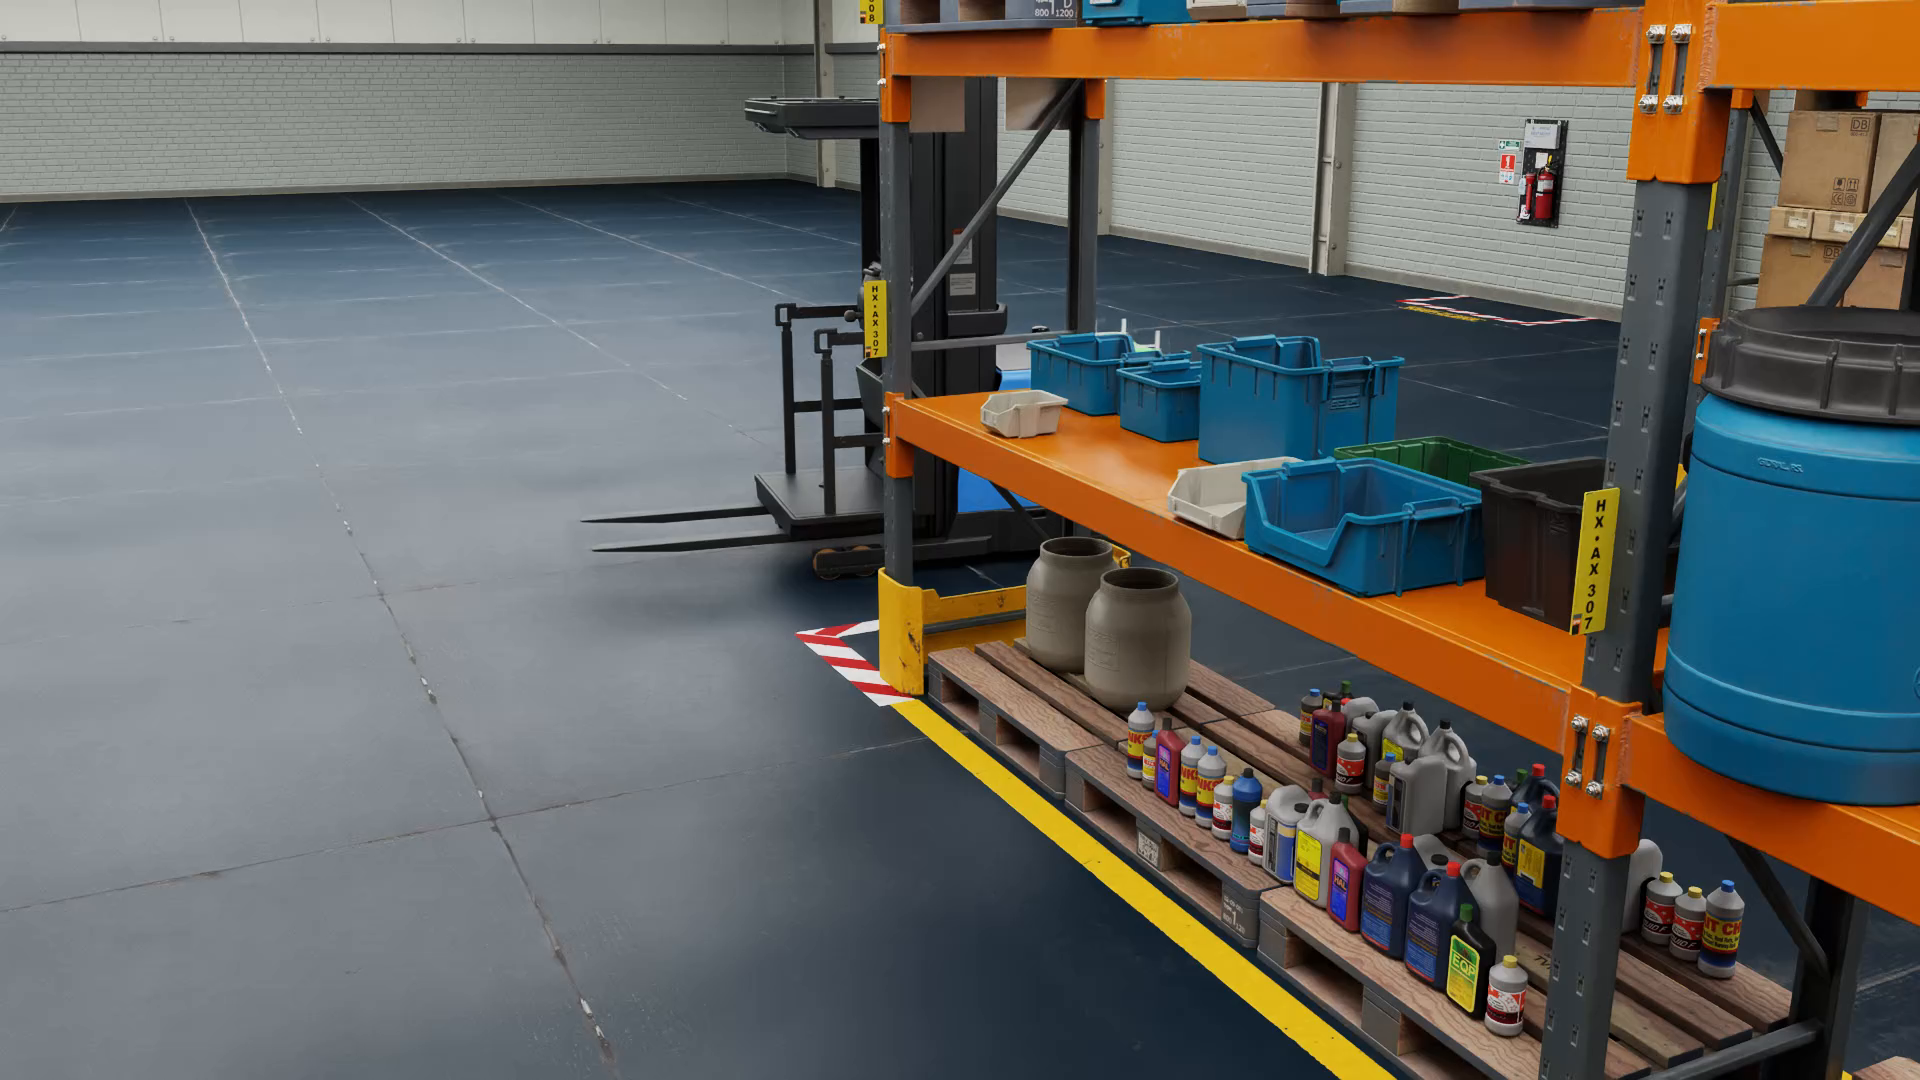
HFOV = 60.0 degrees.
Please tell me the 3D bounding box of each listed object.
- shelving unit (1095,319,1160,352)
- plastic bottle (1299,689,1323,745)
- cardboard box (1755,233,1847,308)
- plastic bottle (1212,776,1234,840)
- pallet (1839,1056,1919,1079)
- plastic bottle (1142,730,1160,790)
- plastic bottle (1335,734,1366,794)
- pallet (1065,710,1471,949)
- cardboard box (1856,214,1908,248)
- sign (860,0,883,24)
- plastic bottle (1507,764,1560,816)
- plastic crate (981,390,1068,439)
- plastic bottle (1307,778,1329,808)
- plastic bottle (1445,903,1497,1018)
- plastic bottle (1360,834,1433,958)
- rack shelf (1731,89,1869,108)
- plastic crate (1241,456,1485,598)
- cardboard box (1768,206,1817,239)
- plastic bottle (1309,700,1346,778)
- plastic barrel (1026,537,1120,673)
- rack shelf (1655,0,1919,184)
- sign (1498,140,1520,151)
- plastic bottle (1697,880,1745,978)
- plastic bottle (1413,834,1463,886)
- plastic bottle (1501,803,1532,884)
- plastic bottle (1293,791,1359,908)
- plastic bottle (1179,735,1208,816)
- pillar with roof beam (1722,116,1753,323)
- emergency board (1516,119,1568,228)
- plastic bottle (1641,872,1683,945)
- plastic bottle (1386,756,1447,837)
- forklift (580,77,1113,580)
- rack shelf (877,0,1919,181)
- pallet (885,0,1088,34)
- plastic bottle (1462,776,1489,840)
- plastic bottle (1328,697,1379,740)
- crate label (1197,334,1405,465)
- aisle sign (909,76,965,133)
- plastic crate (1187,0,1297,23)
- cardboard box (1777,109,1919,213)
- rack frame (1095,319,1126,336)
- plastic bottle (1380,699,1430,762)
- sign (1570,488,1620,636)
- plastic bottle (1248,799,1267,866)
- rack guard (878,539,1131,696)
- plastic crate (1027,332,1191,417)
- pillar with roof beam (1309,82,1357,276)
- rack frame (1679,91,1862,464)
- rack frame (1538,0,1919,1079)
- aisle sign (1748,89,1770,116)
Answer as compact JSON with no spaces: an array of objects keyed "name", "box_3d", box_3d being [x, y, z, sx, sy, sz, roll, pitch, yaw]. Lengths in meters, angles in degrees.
[{"name":"shelving unit","box_3d":[0.962,-0.684,9.959,0.258,1.200,0.503,-5,17,-17]},{"name":"plastic bottle","box_3d":[1.335,0.662,6.280,0.097,0.201,0.097,0,16,0]},{"name":"cardboard box","box_3d":[4.784,-1.402,9.017,0.700,0.500,0.500,-8,18,-25]},{"name":"plastic bottle","box_3d":[0.888,0.882,5.516,0.097,0.201,0.097,0,16,0]},{"name":"pallet","box_3d":[2.268,1.649,3.623,1.003,0.211,1.213,-8,18,-25]},{"name":"plastic bottle","box_3d":[0.696,0.773,5.895,0.097,0.201,0.097,0,16,0]},{"name":"plastic bottle","box_3d":[1.378,0.782,5.862,0.097,0.201,0.097,0,16,0]},{"name":"pallet","box_3d":[1.094,0.984,5.939,1.003,0.211,1.213,-8,18,-25]},{"name":"cardboard box","box_3d":[4.795,-1.581,8.464,0.380,0.149,0.250,-8,18,-25]},{"name":"sign","box_3d":[-0.360,-2.254,6.714,0.100,0.325,0.005,-8,18,-25]},{"name":"plastic bottle","box_3d":[1.826,0.883,5.241,0.144,0.351,0.185,-8,18,-27]},{"name":"plastic crate","box_3d":[0.239,-0.486,6.485,0.298,0.136,0.250,-8,18,-25]},{"name":"plastic bottle","box_3d":[1.150,0.906,5.282,0.061,0.283,0.133,-8,18,-25]},{"name":"plastic bottle","box_3d":[1.382,1.133,4.492,0.061,0.283,0.133,-7,17,-22]},{"name":"plastic bottle","box_3d":[1.264,1.008,4.806,0.144,0.351,0.185,-9,18,-28]},{"name":"rack shelf","box_3d":[5.467,-2.071,7.397,1.077,0.370,4.000,-8,18,-25]},{"name":"plastic crate","box_3d":[1.160,-0.052,4.763,0.499,0.251,0.616,-8,18,-25]},{"name":"cardboard box","box_3d":[4.569,-1.708,8.907,0.380,0.149,0.250,-8,18,-25]},{"name":"plastic bottle","box_3d":[1.326,0.702,5.994,0.061,0.283,0.133,-8,18,-25]},{"name":"plastic barrel","box_3d":[0.494,0.274,7.106,0.421,0.512,0.421,0,16,0]},{"name":"rack shelf","box_3d":[2.765,-0.482,1.858,1.077,0.370,4.000,-8,18,-25]},{"name":"sign","box_3d":[6.294,-4.526,19.059,0.001,0.109,0.331,-8,18,-25]},{"name":"plastic bottle","box_3d":[2.143,1.086,4.676,0.097,0.271,0.097,0,16,0]},{"name":"plastic bottle","box_3d":[1.386,1.019,4.901,0.152,0.276,0.135,-8,18,-25]},{"name":"plastic bottle","box_3d":[1.736,0.946,5.163,0.097,0.271,0.097,0,16,0]},{"name":"plastic bottle","box_3d":[1.122,0.927,5.086,0.144,0.351,0.185,-8,18,-25]},{"name":"plastic bottle","box_3d":[0.801,0.798,5.679,0.097,0.271,0.097,0,16,0]},{"name":"pillar with roof beam","box_3d":[3.628,-5.853,13.832,9.100,9.000,0.400,-8,18,-25]},{"name":"emergency board","box_3d":[6.450,-4.107,18.624,0.194,1.169,0.643,-8,18,-25]},{"name":"plastic bottle","box_3d":[2.054,1.069,4.862,0.097,0.201,0.097,0,16,0]},{"name":"plastic bottle","box_3d":[1.517,0.838,5.534,0.152,0.276,0.135,-8,18,-25]},{"name":"forklift","box_3d":[-0.598,-1.356,9.161,3.031,2.935,1.130,-5,17,-17]},{"name":"rack shelf","box_3d":[1.013,-1.474,5.314,1.077,0.370,4.000,-8,18,-25]},{"name":"pallet","box_3d":[0.411,-2.008,6.213,1.003,0.211,1.213,-8,18,-25]},{"name":"plastic bottle","box_3d":[1.723,0.882,5.516,0.097,0.201,0.097,0,16,0]},{"name":"plastic bottle","box_3d":[1.421,0.692,6.041,0.152,0.276,0.135,-8,18,-24]},{"name":"crate label","box_3d":[1.186,-0.467,5.876,0.502,0.435,0.616,-8,18,-25]},{"name":"aisle sign","box_3d":[-0.158,-2.106,6.937,0.394,0.787,0.004,-8,18,-25]},{"name":"plastic crate","box_3d":[0.822,-1.546,4.740,0.243,0.136,0.396,-8,18,-25]},{"name":"cardboard box","box_3d":[4.807,-2.013,8.792,0.700,0.500,0.500,-8,18,-25]},{"name":"rack frame","box_3d":[0.887,-0.748,10.182,0.240,1.200,0.015,-5,17,-17]},{"name":"plastic bottle","box_3d":[1.558,0.731,5.769,0.144,0.351,0.185,-7,17,-23]},{"name":"sign","box_3d":[1.390,0.049,3.641,0.100,0.325,0.005,-8,18,-25]},{"name":"plastic bottle","box_3d":[0.978,0.932,5.339,0.097,0.201,0.097,0,16,0]},{"name":"rack guard","box_3d":[0.212,0.341,7.656,1.175,0.500,0.348,-8,18,-25]},{"name":"plastic crate","box_3d":[0.625,-0.714,7.071,0.499,0.251,0.616,-8,18,-25]},{"name":"pillar with roof beam","box_3d":[1.000,-7.341,19.017,9.100,9.000,0.400,-8,18,-25]},{"name":"rack frame","box_3d":[4.591,-1.471,9.440,1.000,3.000,0.127,-8,18,-25]},{"name":"rack frame","box_3d":[1.889,0.118,3.901,1.000,3.000,0.127,-8,18,-25]},{"name":"aisle sign","box_3d":[4.287,-2.700,9.009,0.394,0.787,0.004,-8,18,-25]}]
